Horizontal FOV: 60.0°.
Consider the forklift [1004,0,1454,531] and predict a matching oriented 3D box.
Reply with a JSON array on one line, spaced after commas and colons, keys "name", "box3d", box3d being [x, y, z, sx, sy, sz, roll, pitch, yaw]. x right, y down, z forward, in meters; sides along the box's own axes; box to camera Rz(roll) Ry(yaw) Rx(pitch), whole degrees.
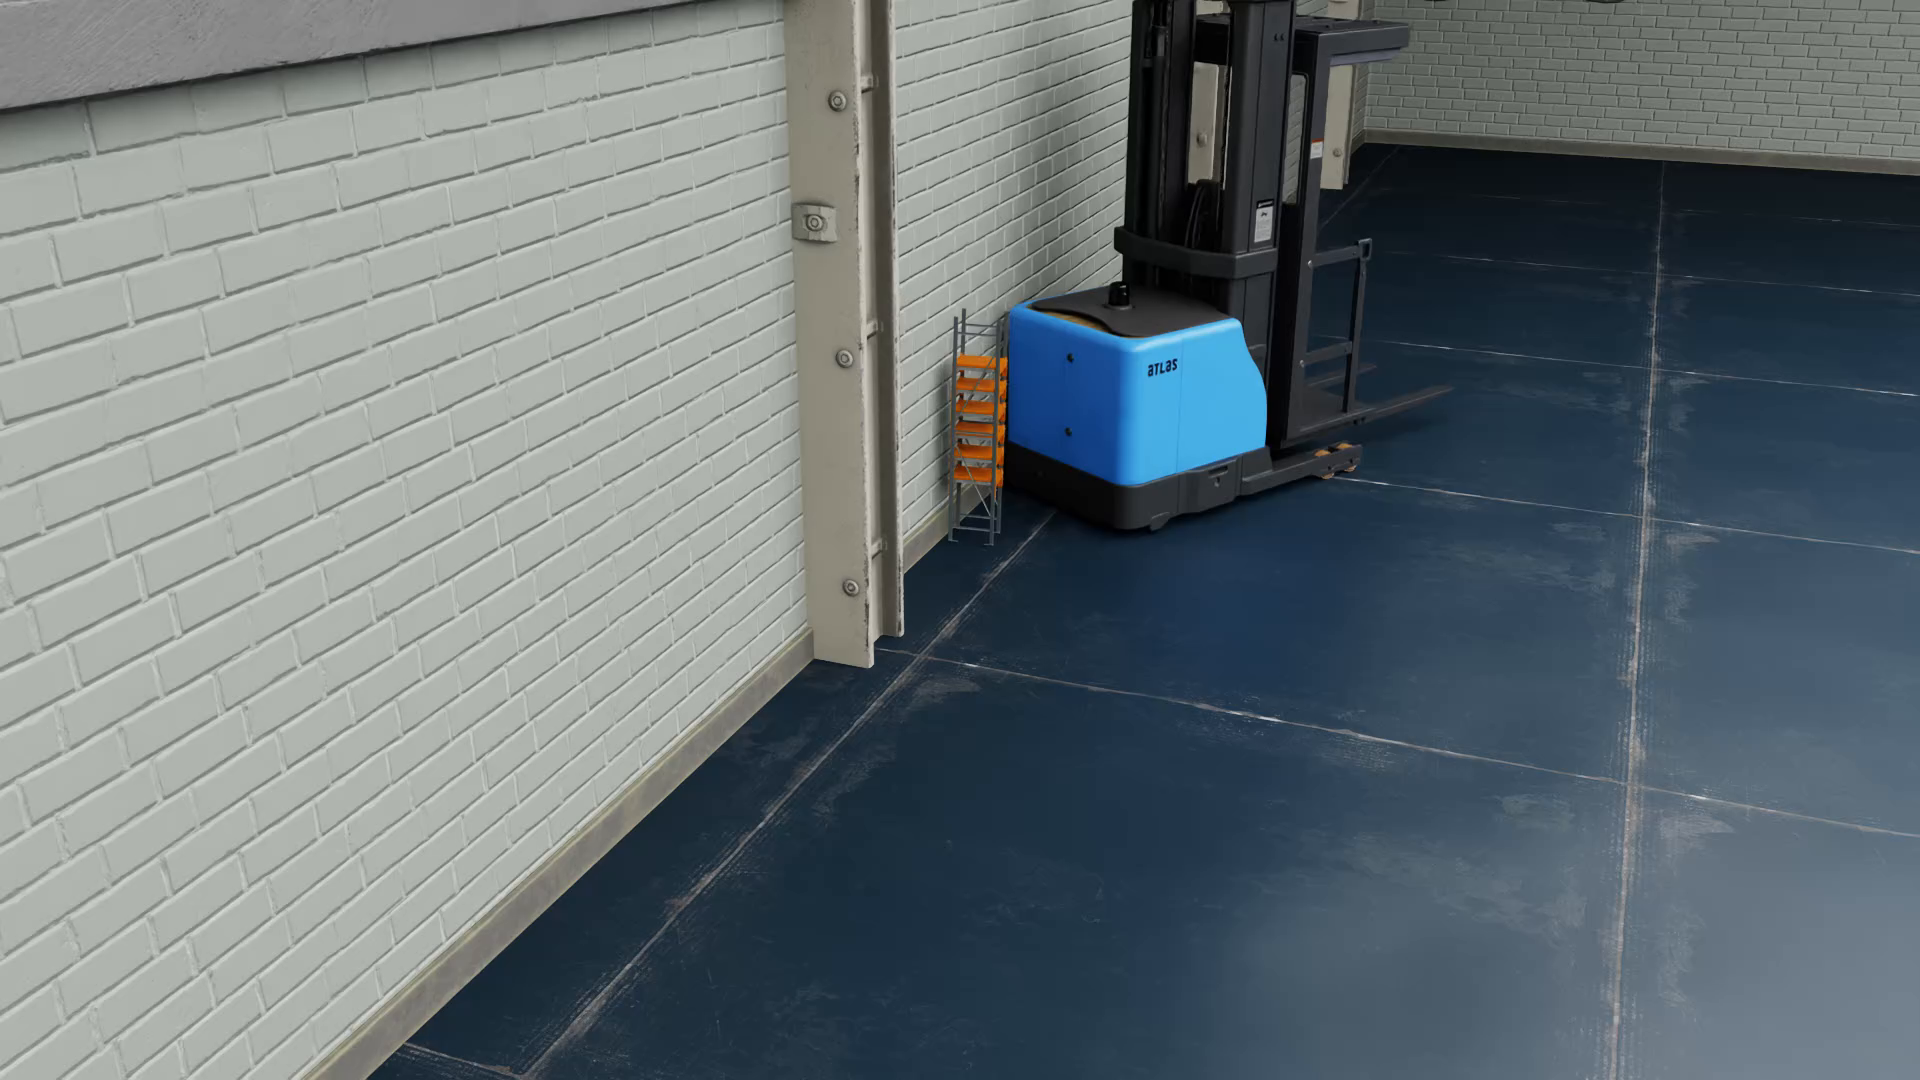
[{"name": "forklift", "box3d": [1.720, -1.844, 9.362, 3.031, 2.935, 1.130, -17, 28, -35]}]

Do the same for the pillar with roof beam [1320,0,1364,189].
[{"name": "pillar with roof beam", "box3d": [7.981, -7.353, 14.677, 9.100, 9.000, 0.400, 9, 24, 20]}]

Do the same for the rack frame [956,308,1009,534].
[{"name": "rack frame", "box3d": [0.111, -0.605, 8.635, 0.240, 1.200, 0.006, 6, 22, 11]}]

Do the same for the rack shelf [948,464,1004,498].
[{"name": "rack shelf", "box3d": [0.084, -0.308, 8.655, 0.258, 0.103, 0.180, 6, 22, 11]}]

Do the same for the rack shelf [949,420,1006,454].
[{"name": "rack shelf", "box3d": [0.090, -0.532, 8.568, 0.258, 0.103, 0.180, 6, 22, 11]}]

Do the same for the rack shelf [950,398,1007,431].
[{"name": "rack shelf", "box3d": [0.093, -0.644, 8.524, 0.258, 0.103, 0.180, 6, 22, 11]}]

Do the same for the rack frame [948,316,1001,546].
[{"name": "rack frame", "box3d": [0.071, -0.541, 8.468, 0.240, 1.200, 0.006, 6, 22, 11]}]

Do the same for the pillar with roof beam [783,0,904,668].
[{"name": "pillar with roof beam", "box3d": [3.524, -3.058, 4.397, 9.100, 9.000, 0.400, 9, 24, 20]}]

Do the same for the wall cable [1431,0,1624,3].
[{"name": "wall cable", "box3d": [6.306, -7.401, 18.822, 3.097, 2.526, 0.112, 9, 24, 20]}]

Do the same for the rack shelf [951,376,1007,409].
[{"name": "rack shelf", "box3d": [0.097, -0.755, 8.480, 0.258, 0.103, 0.180, 6, 22, 11]}]

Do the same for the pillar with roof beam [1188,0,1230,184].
[{"name": "pillar with roof beam", "box3d": [5.753, -5.206, 9.537, 9.100, 9.000, 0.400, 9, 24, 20]}]

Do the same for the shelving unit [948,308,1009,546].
[{"name": "shelving unit", "box3d": [0.091, -0.573, 8.551, 0.258, 1.200, 0.189, 6, 22, 11]}]

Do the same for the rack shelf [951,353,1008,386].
[{"name": "rack shelf", "box3d": [0.100, -0.867, 8.437, 0.258, 0.103, 0.180, 6, 22, 11]}]

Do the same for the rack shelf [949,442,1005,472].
[{"name": "rack shelf", "box3d": [0.087, -0.420, 8.611, 0.258, 0.103, 0.180, 6, 22, 11]}]
